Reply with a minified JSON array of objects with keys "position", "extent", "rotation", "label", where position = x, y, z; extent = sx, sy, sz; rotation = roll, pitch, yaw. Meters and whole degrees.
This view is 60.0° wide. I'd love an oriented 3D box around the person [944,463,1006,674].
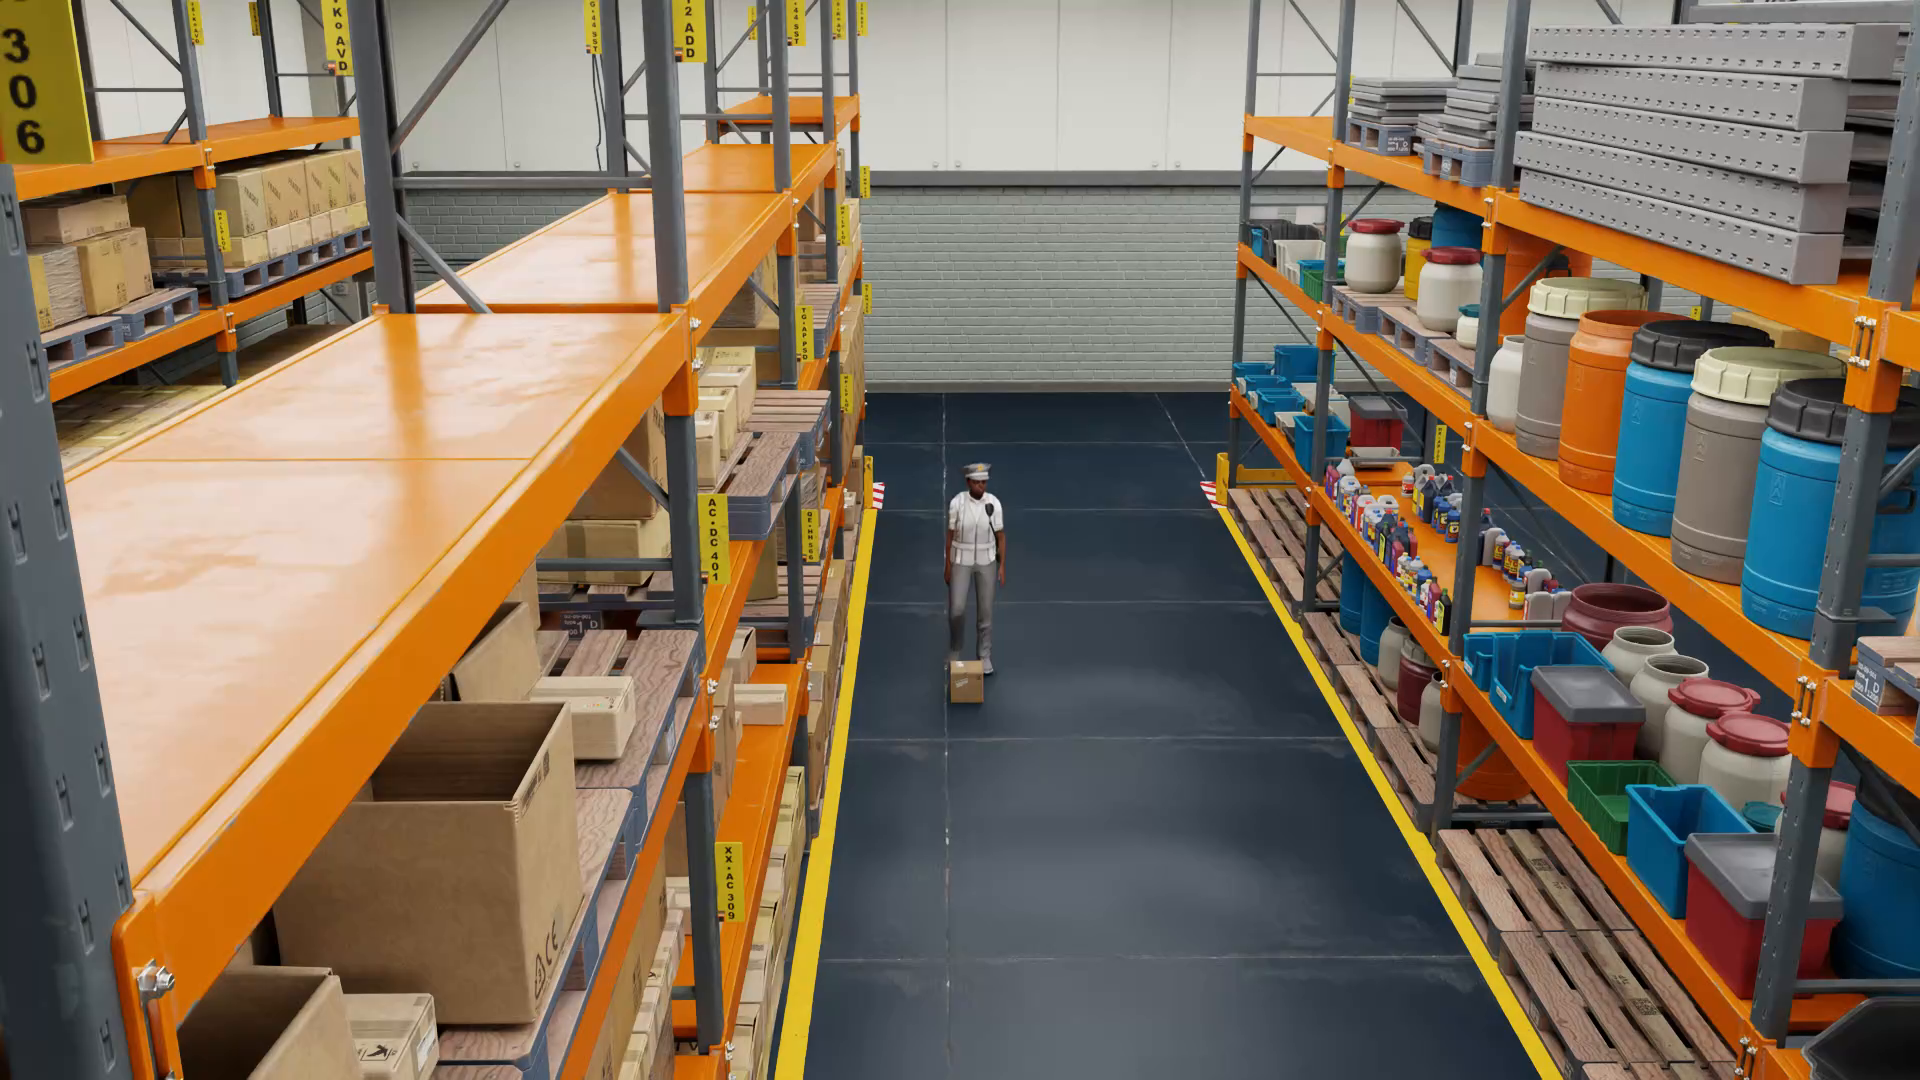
[{"position":[0.124,0.232,13.259],"extent":[0.496,1.727,0.453],"rotation":[-2,17,-5],"label":"person"}]
